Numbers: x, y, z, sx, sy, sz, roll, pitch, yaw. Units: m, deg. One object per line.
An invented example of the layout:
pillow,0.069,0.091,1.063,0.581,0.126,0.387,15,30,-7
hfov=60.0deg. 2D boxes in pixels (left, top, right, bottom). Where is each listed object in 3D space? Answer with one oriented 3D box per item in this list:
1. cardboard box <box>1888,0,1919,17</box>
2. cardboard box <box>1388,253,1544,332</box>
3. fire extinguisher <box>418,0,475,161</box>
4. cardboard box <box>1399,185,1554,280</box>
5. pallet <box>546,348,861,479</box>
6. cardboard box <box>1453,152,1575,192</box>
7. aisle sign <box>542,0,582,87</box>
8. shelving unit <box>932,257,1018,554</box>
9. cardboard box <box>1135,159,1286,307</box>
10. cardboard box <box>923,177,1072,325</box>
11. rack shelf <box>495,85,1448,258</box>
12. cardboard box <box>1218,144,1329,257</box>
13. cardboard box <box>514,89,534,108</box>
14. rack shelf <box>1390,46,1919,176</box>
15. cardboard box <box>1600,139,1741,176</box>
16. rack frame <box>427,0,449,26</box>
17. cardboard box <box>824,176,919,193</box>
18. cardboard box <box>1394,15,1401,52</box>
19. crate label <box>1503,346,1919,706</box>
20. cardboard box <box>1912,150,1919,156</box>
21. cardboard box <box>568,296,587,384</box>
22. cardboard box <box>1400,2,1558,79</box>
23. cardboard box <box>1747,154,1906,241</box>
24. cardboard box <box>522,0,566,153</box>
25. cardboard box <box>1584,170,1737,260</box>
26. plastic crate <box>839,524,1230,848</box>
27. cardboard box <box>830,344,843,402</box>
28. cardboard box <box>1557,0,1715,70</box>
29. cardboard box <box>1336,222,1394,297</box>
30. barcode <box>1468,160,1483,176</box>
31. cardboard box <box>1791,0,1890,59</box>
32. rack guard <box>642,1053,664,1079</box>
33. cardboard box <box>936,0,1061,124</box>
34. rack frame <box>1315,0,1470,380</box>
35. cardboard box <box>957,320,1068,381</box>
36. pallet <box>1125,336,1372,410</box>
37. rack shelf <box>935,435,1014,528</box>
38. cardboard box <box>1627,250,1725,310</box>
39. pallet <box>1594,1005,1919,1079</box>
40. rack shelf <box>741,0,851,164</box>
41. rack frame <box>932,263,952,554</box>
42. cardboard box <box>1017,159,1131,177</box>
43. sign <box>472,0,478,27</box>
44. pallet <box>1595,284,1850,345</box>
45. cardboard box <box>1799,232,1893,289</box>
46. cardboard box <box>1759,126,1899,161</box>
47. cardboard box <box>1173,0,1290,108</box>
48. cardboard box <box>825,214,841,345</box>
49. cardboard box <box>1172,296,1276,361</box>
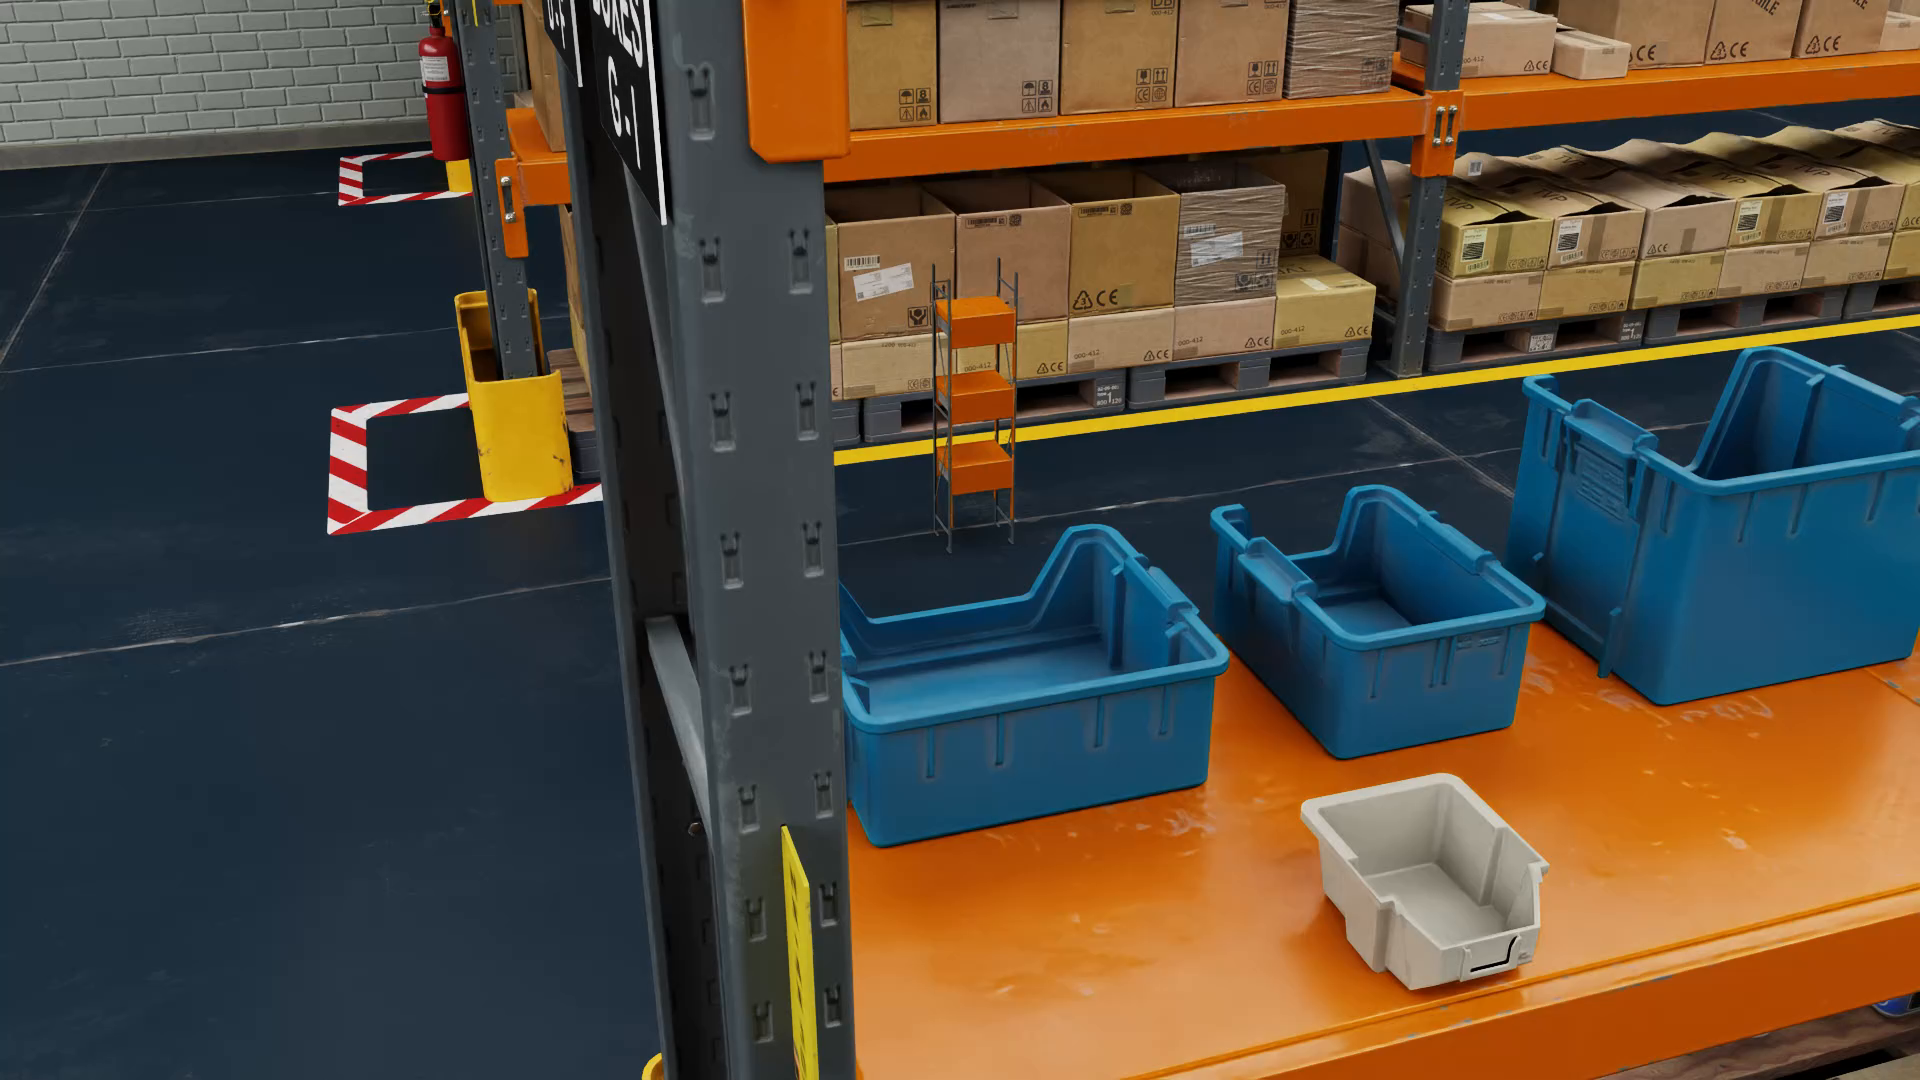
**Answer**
cardboard box,4.841,-2.778,8.572,0.500,0.311,0.500,-9,28,-17
cardboard box,2.409,-1.216,7.945,0.500,0.250,0.500,-9,28,-17
fire extinguisher,-2.111,-1.903,6.797,0.183,0.674,0.296,-8,28,-16
cardboard box,2.418,-1.468,7.822,0.500,0.311,0.500,-8,28,-16
pallet,-1.141,-0.632,7.285,1.213,0.211,1.003,-8,28,-16
cardboard box,2.737,-1.767,8.426,0.500,0.311,0.500,-7,27,-15
aisle sign,-0.485,-0.943,1.852,0.004,0.787,0.394,-8,28,-16
shelving unit,0.051,-0.478,6.031,0.252,1.050,0.215,-8,28,-16
cardboard box,1.096,-1.380,7.434,0.500,0.500,0.500,-8,28,-16
cardboard box,0.151,-1.235,7.141,0.500,0.500,0.500,-8,28,-16
rack shelf,0.047,-1.711,7.131,4.000,0.370,1.077,-8,28,-16
cardboard box,1.410,-1.669,8.016,0.500,0.500,0.500,-8,28,-16
cardboard box,-2.707,-2.901,11.250,0.500,0.311,0.500,-12,29,-22
rack shelf,3.850,-2.261,8.241,4.000,0.370,1.077,-8,28,-16
cardboard box,3.692,-1.903,8.698,0.500,0.311,0.500,-9,28,-17
rack frame,-3.393,-3.851,10.635,0.127,3.000,1.000,-8,28,-16
cardboard box,-0.491,-1.393,7.460,0.500,0.500,0.500,-8,28,-16
cardboard box,3.020,-3.888,13.024,0.500,0.500,0.700,-8,28,-16
crate label,1.342,-0.046,2.930,0.616,0.435,0.502,-8,28,-16
cardboard box,5.330,-1.891,8.674,0.500,0.311,0.500,-8,27,-15
cardboard box,-1.437,-0.913,7.335,0.500,0.250,0.500,-8,28,-16
cardboard box,2.403,-2.327,7.733,0.500,0.250,0.500,-7,27,-13
cardboard box,4.357,-1.748,8.387,0.500,0.311,0.500,-8,28,-16
cardboard box,-1.407,-1.861,6.513,0.500,0.500,0.700,-8,28,-16
cardboard box,3.388,-1.606,8.101,0.500,0.311,0.500,-9,28,-18
plastic crate,0.059,0.209,2.624,0.616,0.251,0.499,-8,28,-16
cardboard box,-0.802,-0.764,7.036,0.500,0.250,0.500,-8,28,-16
cardboard box,3.185,-2.524,7.849,0.500,0.500,0.500,-6,27,-12
cardboard box,2.253,-1.444,8.406,0.500,0.250,0.500,-9,28,-17
barcode,2.320,-1.675,7.487,0.075,0.075,0.001,-8,28,-16
cardboard box,4.161,-2.666,8.134,0.500,0.500,0.500,-10,28,-19
rack guard,-0.267,1.427,2.814,0.348,0.500,1.175,-8,28,-16
cardboard box,0.064,-2.075,6.945,0.500,0.500,0.700,-7,27,-15
rack frame,1.948,-2.308,7.526,0.127,3.000,1.000,-8,28,-16
cardboard box,0.151,-0.900,7.309,0.500,0.250,0.500,-8,28,-16
pallet,1.179,-0.968,7.961,1.213,0.211,1.003,-8,28,-16
rack shelf,0.051,-0.219,6.160,0.240,0.259,0.215,-8,28,-16
cardboard box,3.387,-1.358,8.232,0.500,0.250,0.500,-9,28,-18
pallet,1.665,1.280,3.434,1.213,0.211,1.003,-8,28,-16
rack shelf,1.577,-0.959,2.245,4.000,0.370,1.077,-8,28,-16
rack frame,-0.065,-0.461,5.998,0.008,1.050,0.200,-8,28,-16
cardboard box,0.460,-1.531,7.738,0.500,0.500,0.500,-8,28,-16
sign,-1.689,-1.945,5.732,0.005,0.325,0.100,-8,28,-16
pallet,3.799,-1.347,8.726,1.213,0.211,1.003,-8,28,-16
cardboard box,4.359,-1.500,8.517,0.500,0.250,0.500,-8,27,-15
cardboard box,4.666,-2.043,8.981,0.500,0.311,0.500,-9,28,-17
cardboard box,1.029,-2.214,7.224,0.500,0.500,0.700,-9,28,-17
cardboard box,-0.801,-1.099,6.868,0.500,0.500,0.500,-8,28,-16
cardboard box,1.097,-1.044,7.599,0.500,0.250,0.500,-8,28,-16
